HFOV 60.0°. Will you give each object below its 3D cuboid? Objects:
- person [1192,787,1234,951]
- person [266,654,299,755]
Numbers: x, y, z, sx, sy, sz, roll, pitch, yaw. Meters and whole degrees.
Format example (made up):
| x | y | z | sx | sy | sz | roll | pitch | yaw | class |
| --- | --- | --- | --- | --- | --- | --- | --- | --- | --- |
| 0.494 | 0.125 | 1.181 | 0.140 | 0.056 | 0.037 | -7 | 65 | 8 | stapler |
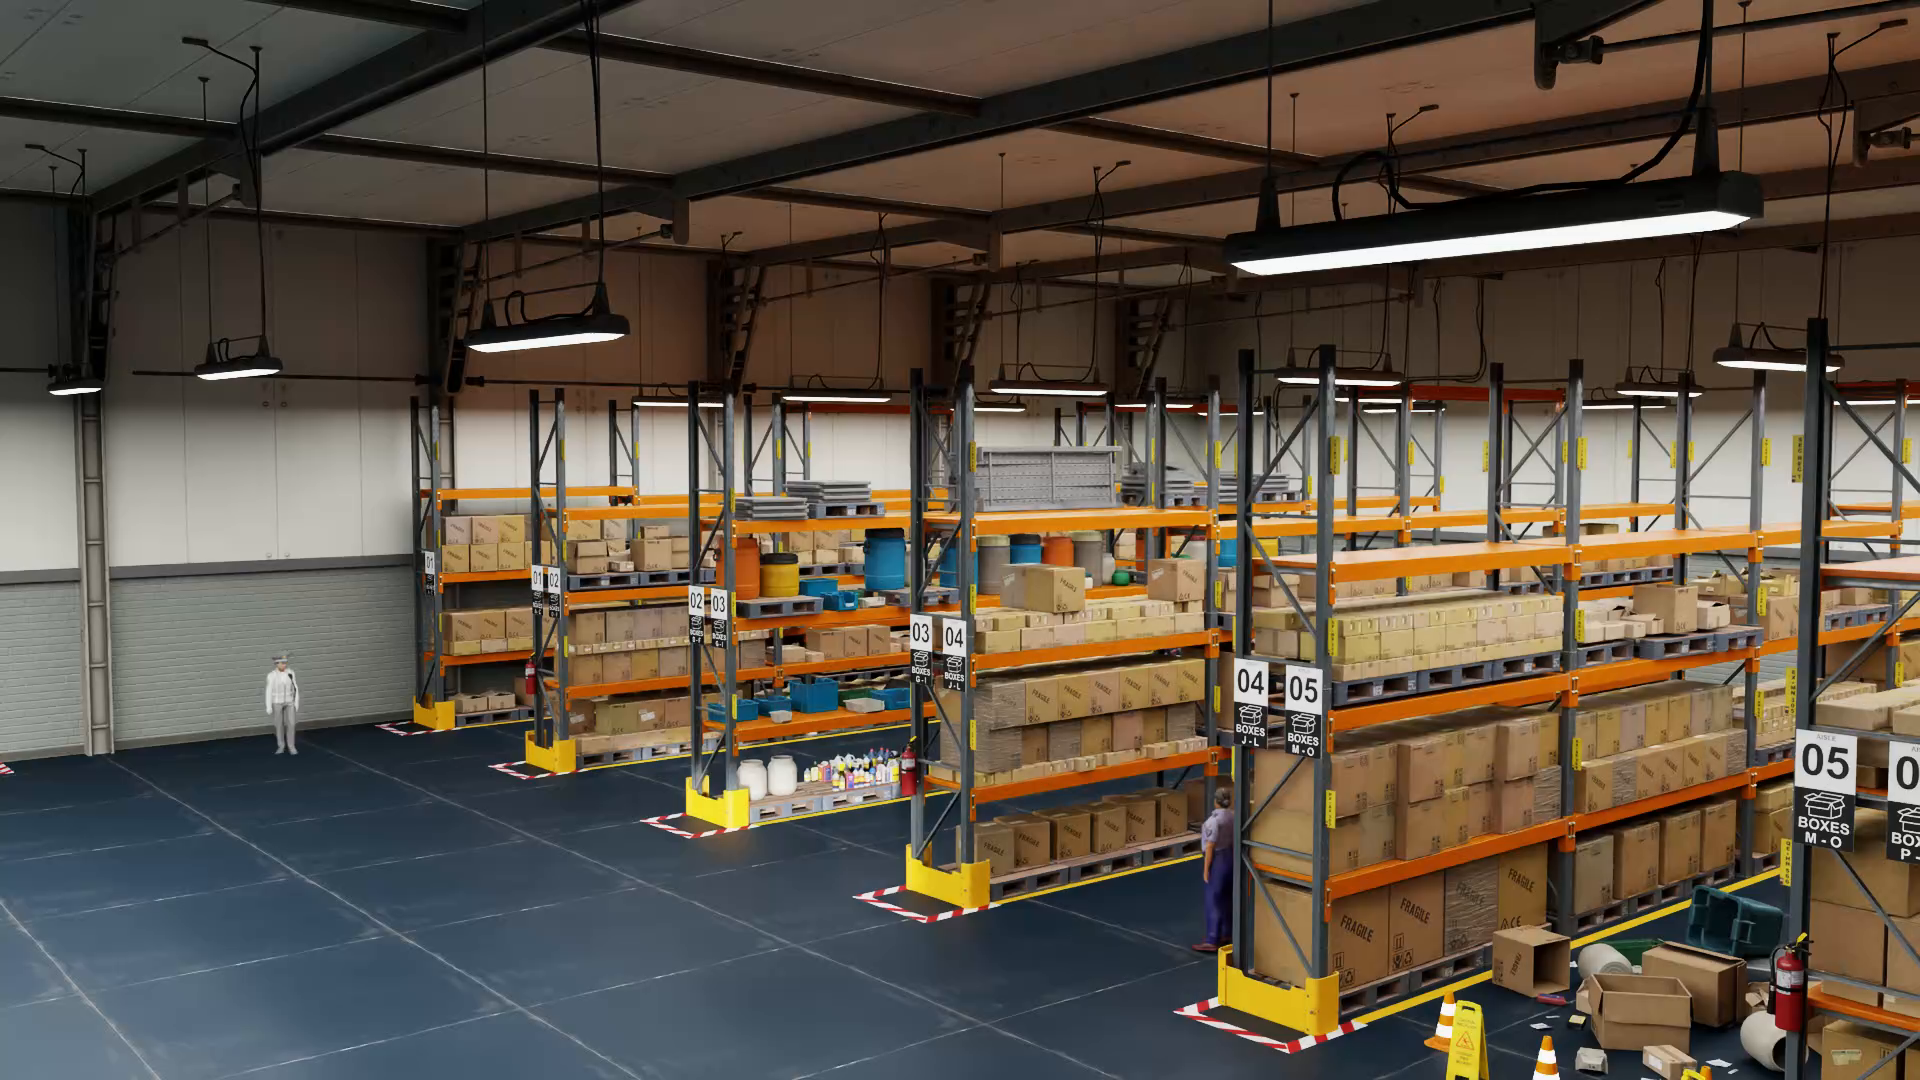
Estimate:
| x | y | z | sx | sy | sz | roll | pitch | yaw | class |
| --- | --- | --- | --- | --- | --- | --- | --- | --- | --- |
| 2.634 | 3.339 | 17.003 | 0.398 | 1.648 | 0.548 | 2 | 4 | 33 | person |
| -11.217 | 2.716 | 27.528 | 0.534 | 1.679 | 0.375 | -2 | 4 | -35 | person |
